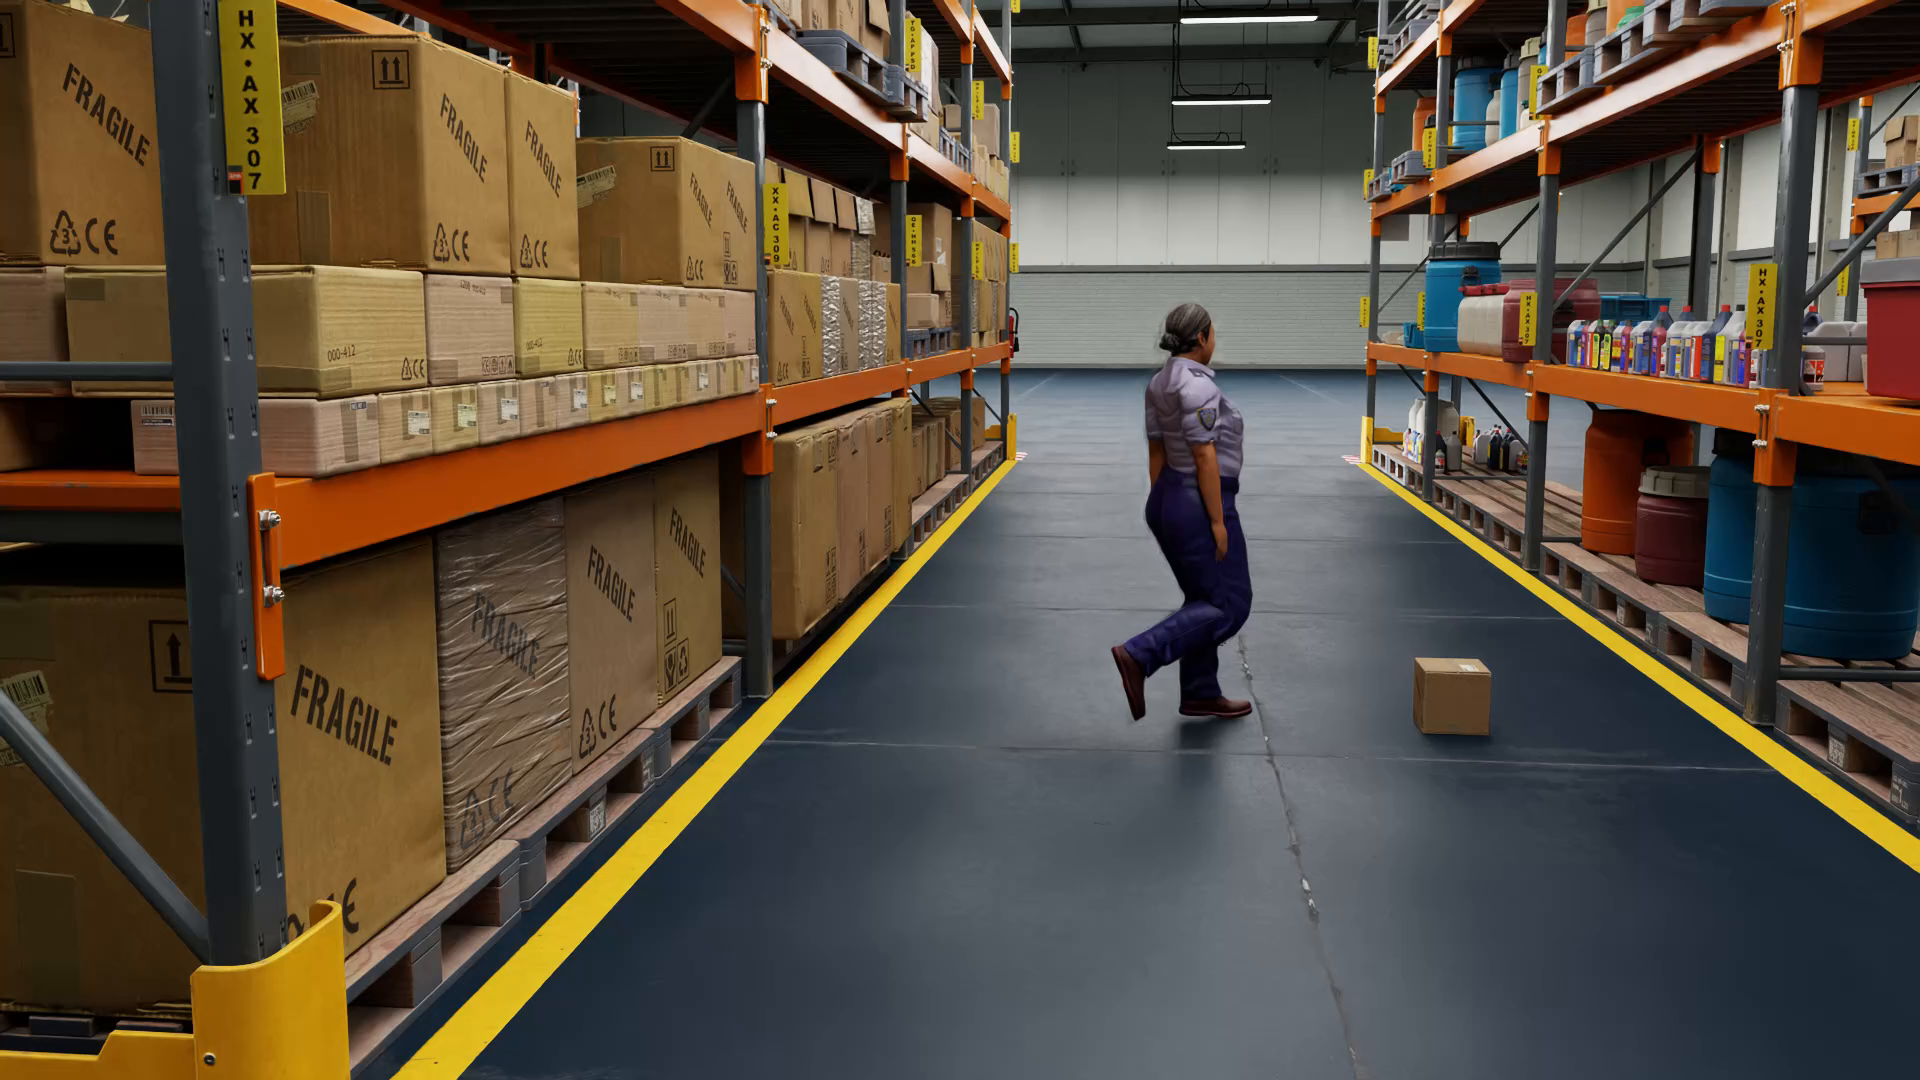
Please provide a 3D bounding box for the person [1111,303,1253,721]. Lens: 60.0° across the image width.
[{"bbox_3d":[0.874,-0.090,6.431,0.649,1.636,0.480,-2,8,-11],"label":"person"}]
